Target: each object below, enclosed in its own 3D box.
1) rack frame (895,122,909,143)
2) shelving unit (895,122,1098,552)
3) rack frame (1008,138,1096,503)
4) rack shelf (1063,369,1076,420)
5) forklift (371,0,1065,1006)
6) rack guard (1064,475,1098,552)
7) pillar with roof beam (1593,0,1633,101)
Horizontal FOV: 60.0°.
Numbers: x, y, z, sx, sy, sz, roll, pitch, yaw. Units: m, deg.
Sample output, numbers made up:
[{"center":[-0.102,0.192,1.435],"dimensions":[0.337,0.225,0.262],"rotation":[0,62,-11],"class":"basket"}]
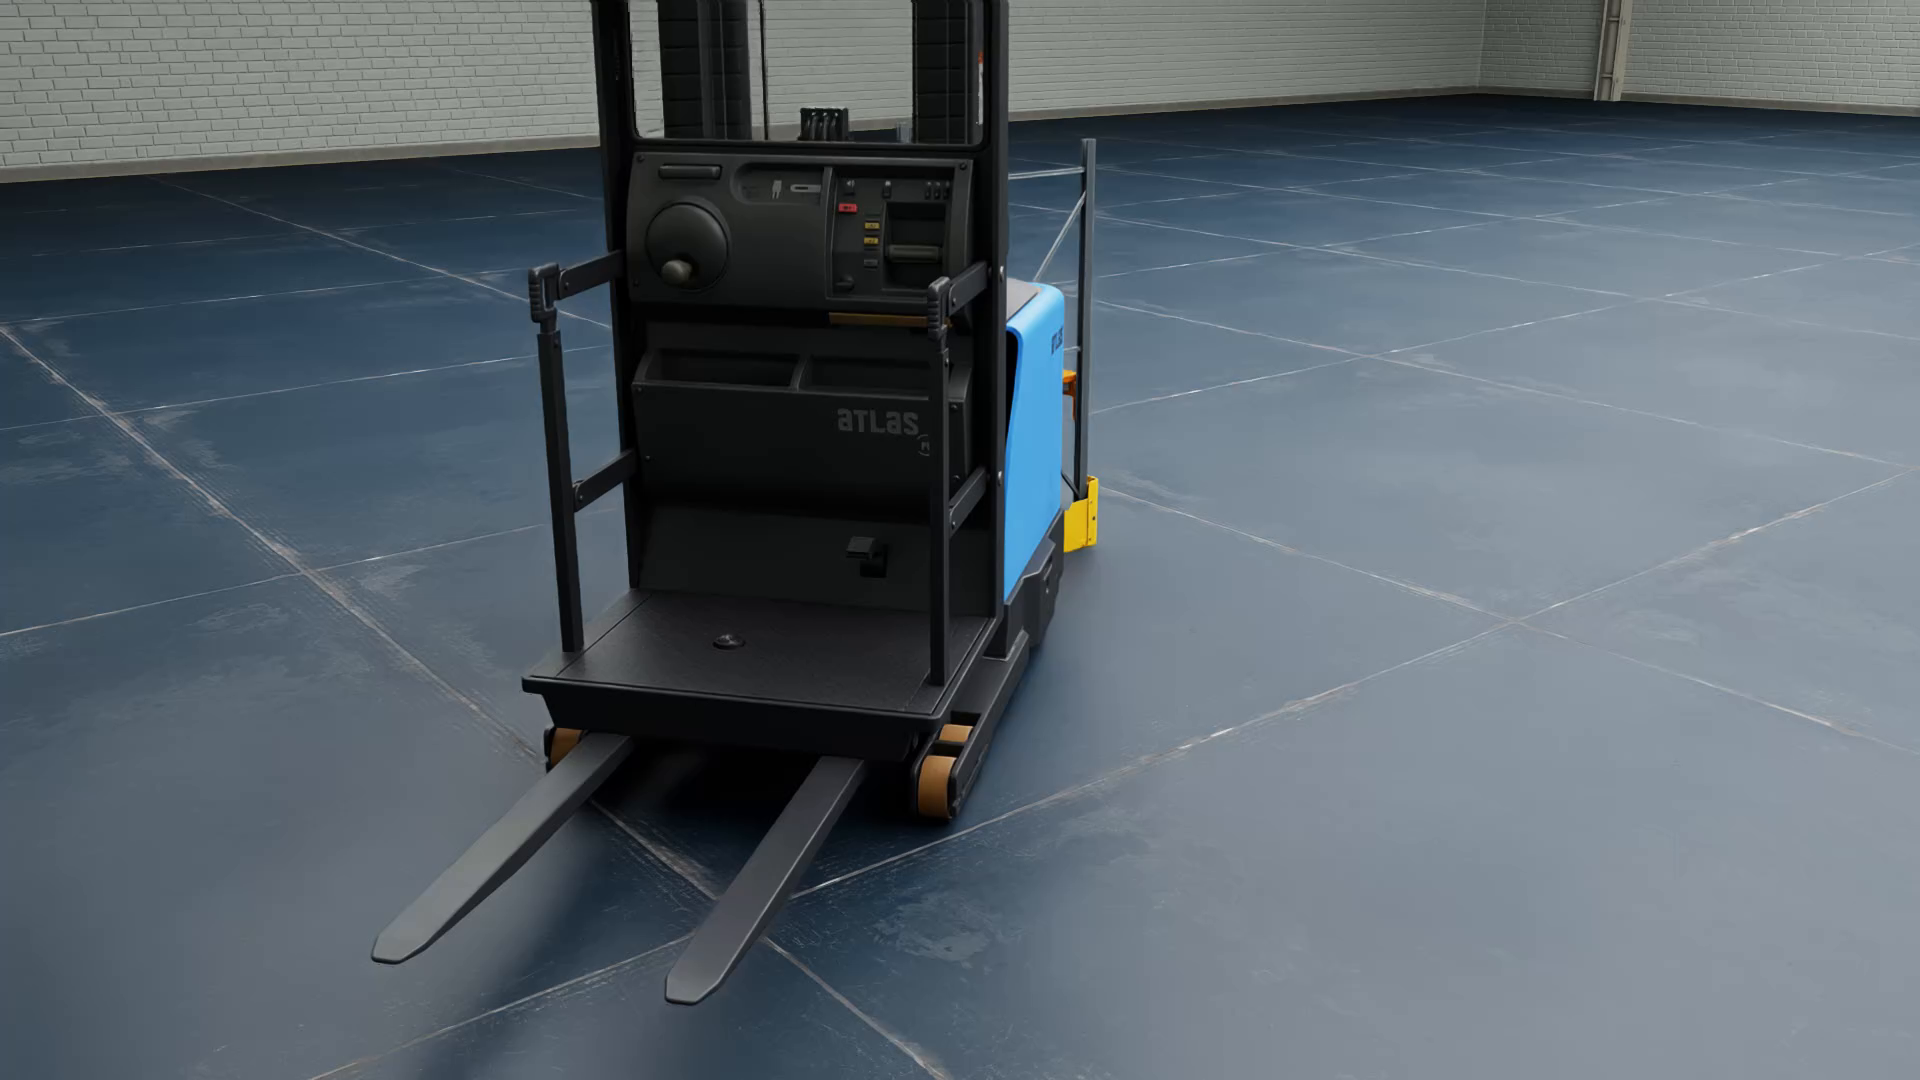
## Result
[{"center":[-0.399,-0.889,6.661],"dimensions":[0.500,1.500,0.032],"rotation":[-16,24,-40],"class":"rack frame"},{"center":[-0.052,-0.768,6.297],"dimensions":[0.587,1.500,1.083],"rotation":[-16,24,-40],"class":"shelving unit"},{"center":[0.283,-0.652,5.945],"dimensions":[0.500,1.500,0.032],"rotation":[-16,24,-40],"class":"rack frame"},{"center":[-0.058,-0.600,6.360],"dimensions":[0.538,0.185,1.000],"rotation":[-16,24,-40],"class":"rack shelf"},{"center":[-0.473,-0.811,4.149],"dimensions":[1.130,2.935,3.031],"rotation":[4,19,12],"class":"forklift"},{"center":[0.282,-0.059,6.143],"dimensions":[0.587,0.250,0.087],"rotation":[-16,24,-40],"class":"rack guard"},{"center":[8.903,-11.772,27.597],"dimensions":[9.100,9.000,0.400],"rotation":[-14,23,-36],"class":"pillar with roof beam"}]
